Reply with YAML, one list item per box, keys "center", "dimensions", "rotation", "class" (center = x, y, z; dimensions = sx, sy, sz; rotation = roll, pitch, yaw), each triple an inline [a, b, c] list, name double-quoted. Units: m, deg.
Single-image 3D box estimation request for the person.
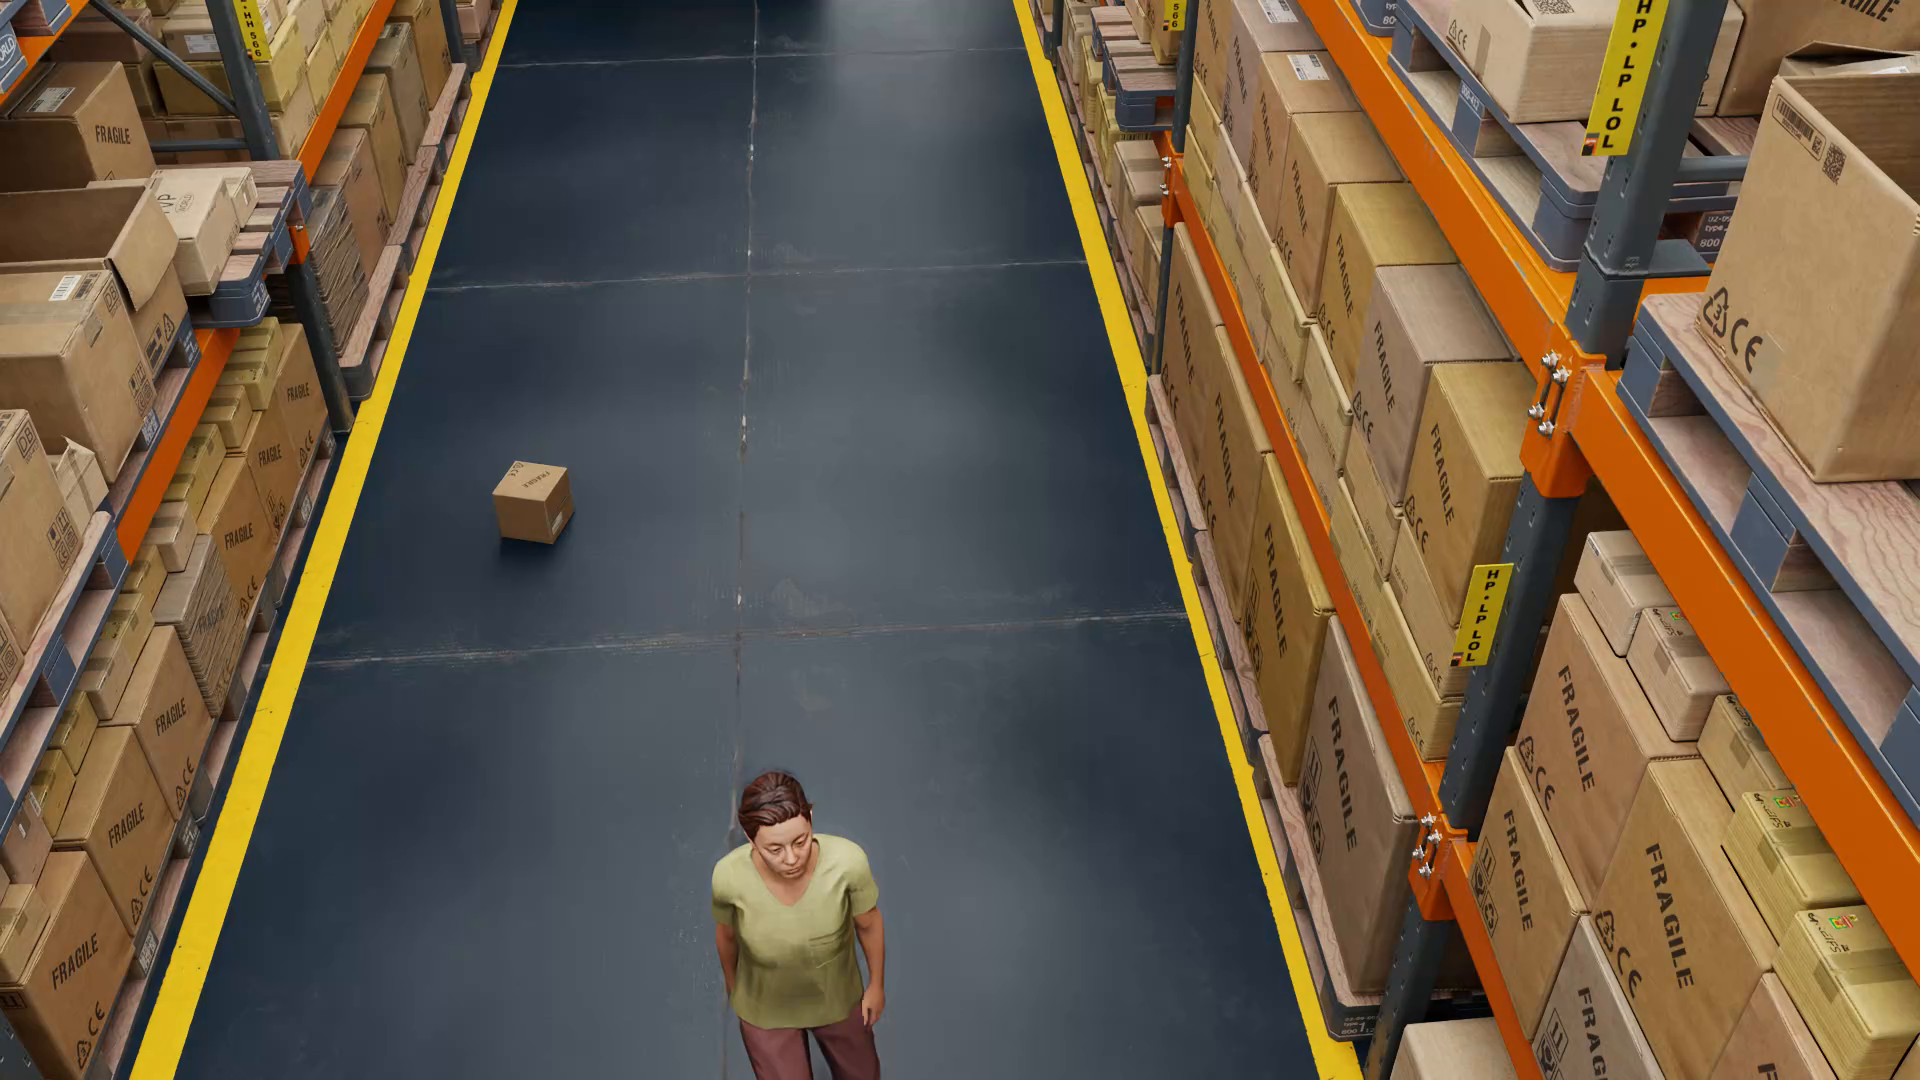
- center: [-0.439, 1.216, 4.651]
  dimensions: [0.455, 1.642, 0.761]
  rotation: [-7, 40, -9]
  class: "person"
